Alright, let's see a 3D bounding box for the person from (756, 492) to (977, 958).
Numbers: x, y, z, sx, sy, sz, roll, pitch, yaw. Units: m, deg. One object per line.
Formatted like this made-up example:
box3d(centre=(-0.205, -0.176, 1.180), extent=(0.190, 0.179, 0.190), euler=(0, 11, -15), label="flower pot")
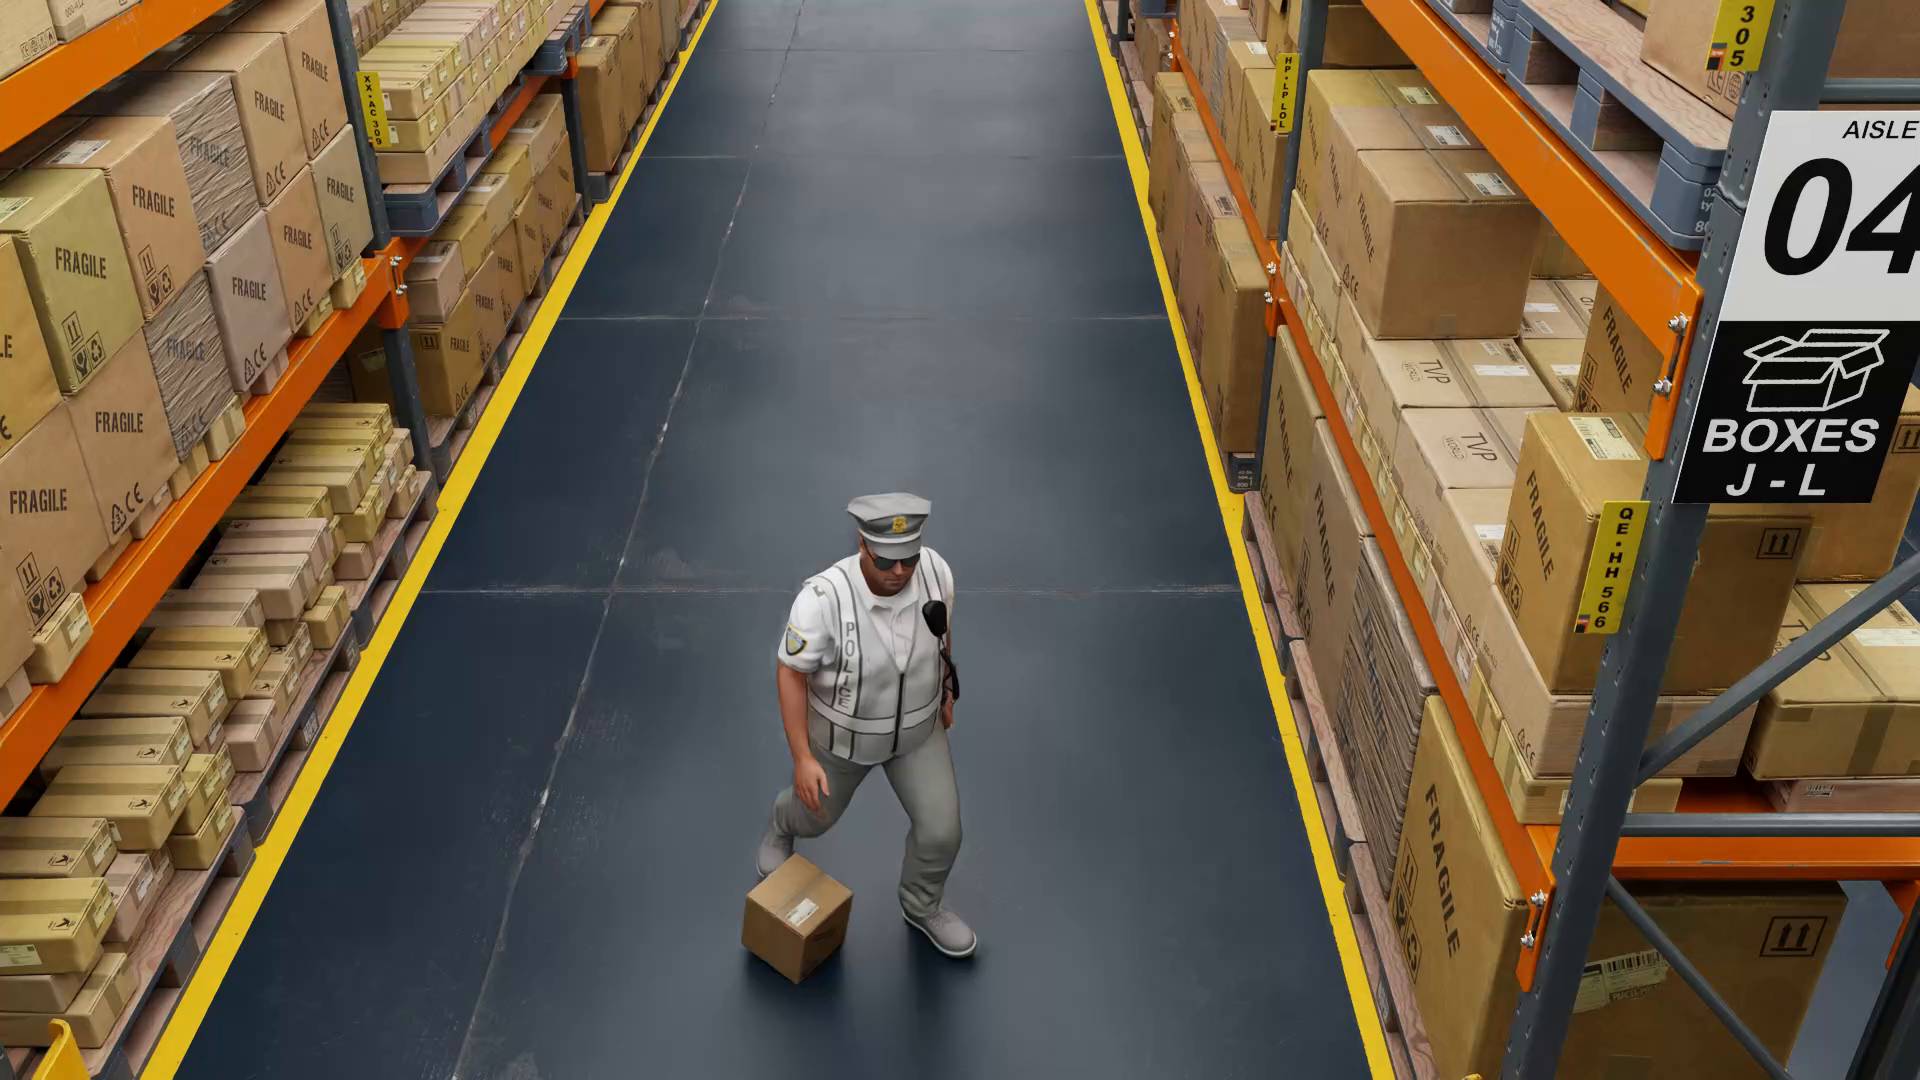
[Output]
box3d(centre=(-0.324, 0.509, 5.292), extent=(0.637, 1.699, 0.836), euler=(-13, 34, -20), label="person")
